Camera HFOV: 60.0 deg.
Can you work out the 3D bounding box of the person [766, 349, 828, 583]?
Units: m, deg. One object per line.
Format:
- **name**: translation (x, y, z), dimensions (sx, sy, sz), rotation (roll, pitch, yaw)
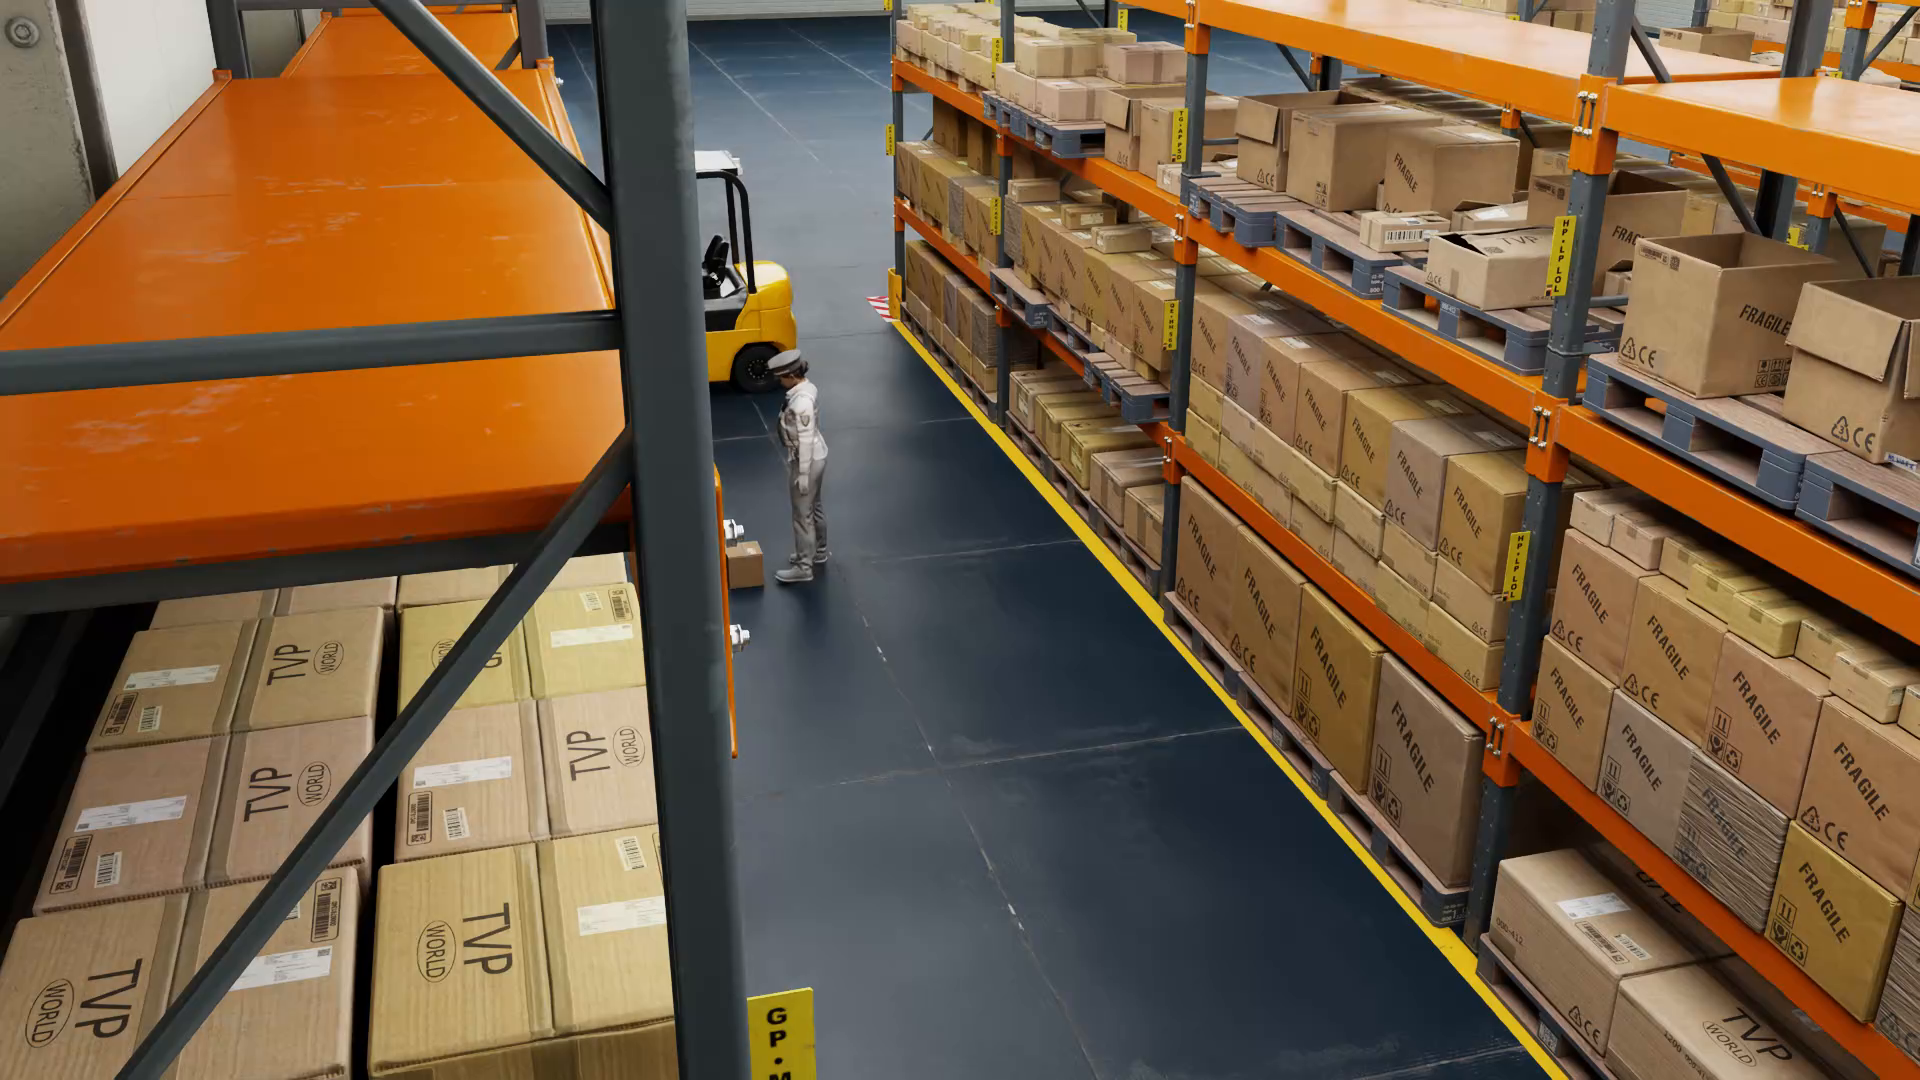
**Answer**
- **person**: translation (-1.143, -0.538, 11.856), dimensions (0.406, 1.668, 0.523), rotation (-1, 23, -2)
